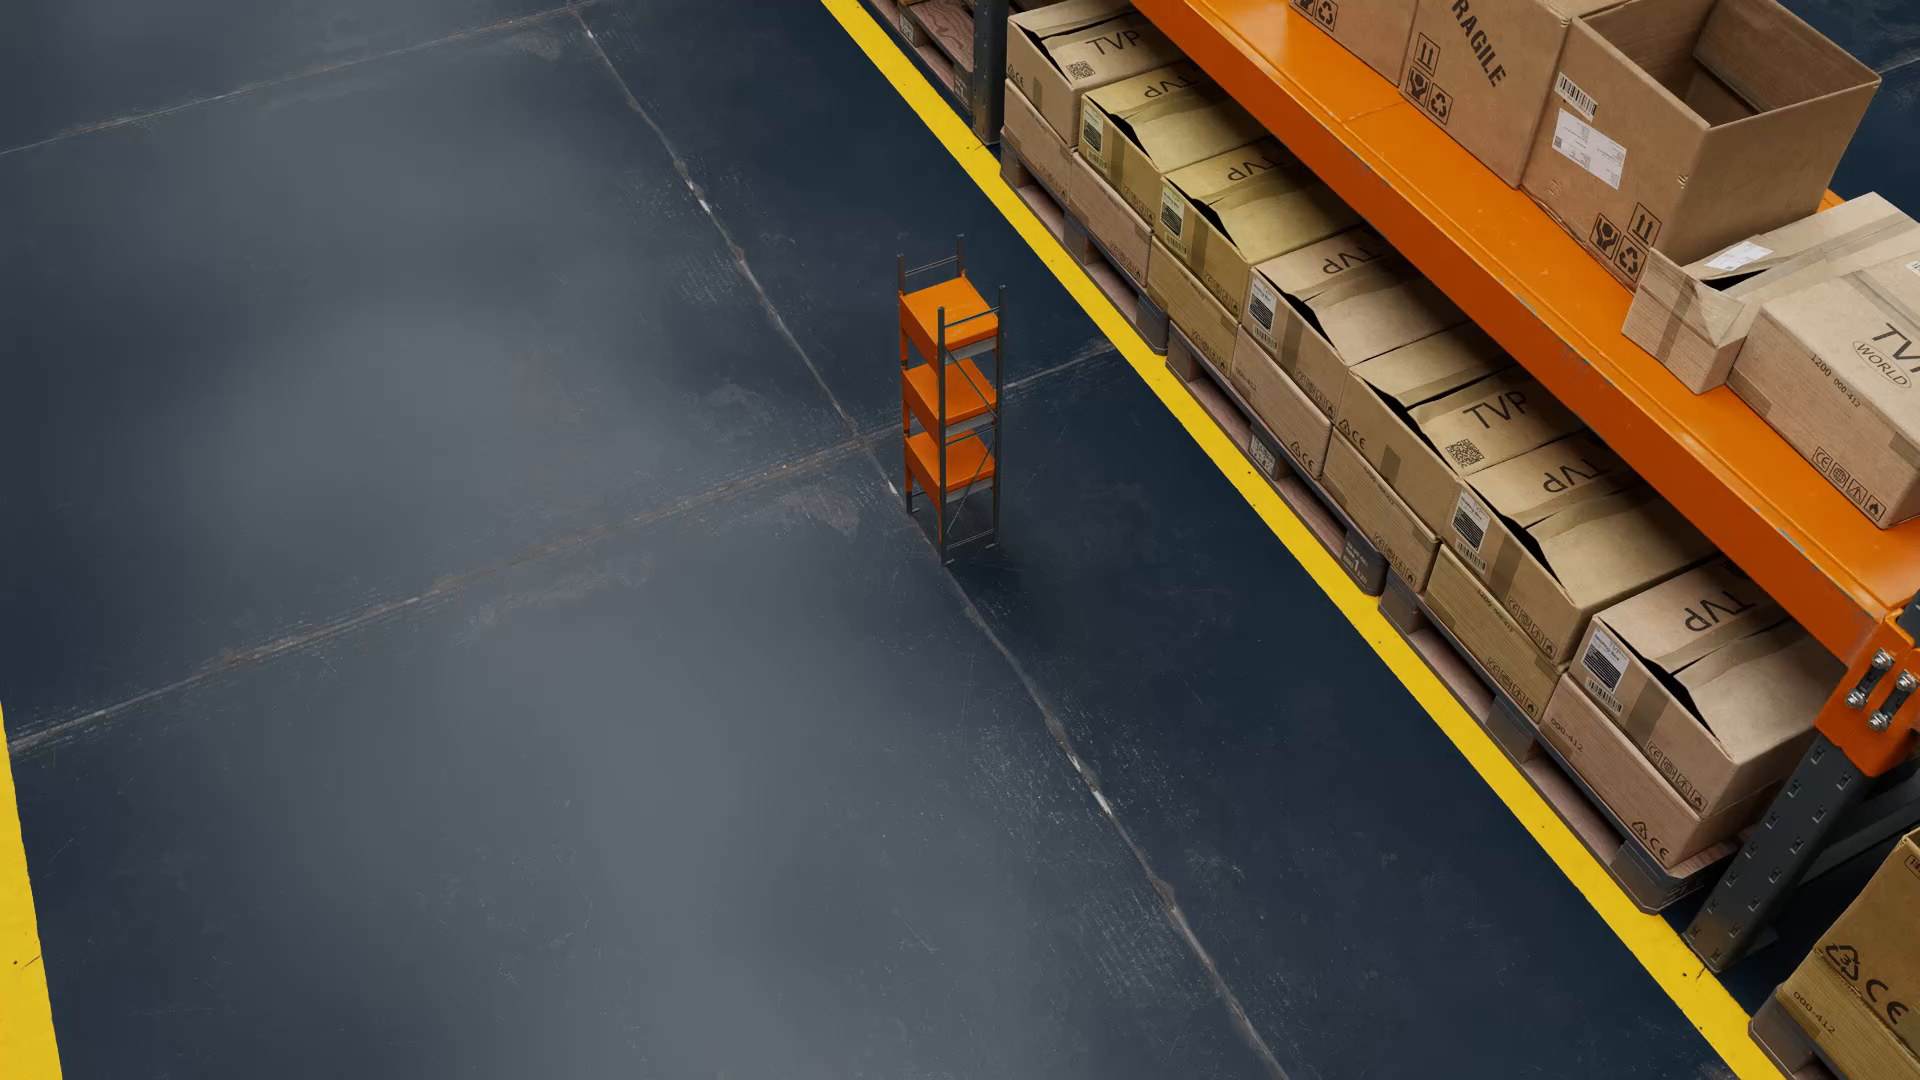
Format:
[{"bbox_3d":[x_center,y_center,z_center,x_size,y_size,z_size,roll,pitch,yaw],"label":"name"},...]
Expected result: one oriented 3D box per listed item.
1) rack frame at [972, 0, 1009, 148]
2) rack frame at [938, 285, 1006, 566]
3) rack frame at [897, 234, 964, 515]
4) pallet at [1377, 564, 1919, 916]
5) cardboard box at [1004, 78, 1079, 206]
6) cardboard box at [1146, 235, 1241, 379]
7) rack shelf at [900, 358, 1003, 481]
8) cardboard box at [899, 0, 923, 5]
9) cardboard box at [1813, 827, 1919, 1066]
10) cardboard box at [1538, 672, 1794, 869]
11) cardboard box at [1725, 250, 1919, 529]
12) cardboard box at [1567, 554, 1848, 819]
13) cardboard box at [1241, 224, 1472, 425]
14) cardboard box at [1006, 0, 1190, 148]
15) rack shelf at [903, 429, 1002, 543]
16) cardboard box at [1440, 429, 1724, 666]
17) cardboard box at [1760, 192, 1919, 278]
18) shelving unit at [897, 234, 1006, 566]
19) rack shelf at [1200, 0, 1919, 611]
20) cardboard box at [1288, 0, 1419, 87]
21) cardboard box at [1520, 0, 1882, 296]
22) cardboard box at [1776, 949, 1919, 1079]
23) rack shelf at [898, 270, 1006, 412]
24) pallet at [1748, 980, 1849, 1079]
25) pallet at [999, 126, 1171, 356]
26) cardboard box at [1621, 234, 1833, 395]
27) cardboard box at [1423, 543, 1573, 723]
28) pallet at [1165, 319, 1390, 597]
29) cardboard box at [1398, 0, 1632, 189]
[{"bbox_3d":[0.522,-2.758,5.670,1.000,3.000,0.127,-21,52,-18],"label":"rack frame"},{"bbox_3d":[0.031,-0.300,4.815,0.200,1.050,0.008,-21,52,-18],"label":"rack frame"},{"bbox_3d":[-0.080,-0.463,4.958,0.200,1.050,0.008,-21,52,-18],"label":"rack frame"},{"bbox_3d":[1.980,0.357,4.797,1.003,0.211,1.213,-21,52,-18],"label":"pallet"},{"bbox_3d":[0.500,-1.540,6.152,0.500,0.250,0.500,-21,52,-18],"label":"cardboard box"},{"bbox_3d":[0.974,-0.858,5.555,0.500,0.250,0.500,-22,53,-18],"label":"cardboard box"},{"bbox_3d":[-0.024,-0.374,4.894,0.215,0.259,0.240,-21,52,-18],"label":"rack shelf"},{"bbox_3d":[-0.115,-2.625,6.922,0.500,0.500,0.500,-19,52,-16],"label":"cardboard box"},{"bbox_3d":[2.286,0.857,3.557,0.500,0.500,0.500,-21,52,-18],"label":"cardboard box"},{"bbox_3d":[1.905,0.508,4.361,0.500,0.250,0.500,-22,52,-18],"label":"cardboard box"},{"bbox_3d":[2.088,-0.346,3.660,0.500,0.250,0.500,-18,51,-15],"label":"cardboard box"},{"bbox_3d":[1.912,0.329,4.145,0.500,0.311,0.500,-21,52,-18],"label":"cardboard box"},{"bbox_3d":[1.215,-0.690,5.036,0.500,0.311,0.500,-22,52,-18],"label":"cardboard box"},{"bbox_3d":[0.500,-1.724,5.940,0.500,0.311,0.500,-20,52,-16],"label":"cardboard box"},{"bbox_3d":[-0.024,-0.191,5.103,0.215,0.259,0.240,-21,52,-18],"label":"rack shelf"},{"bbox_3d":[1.668,-0.017,4.447,0.500,0.311,0.500,-20,52,-17],"label":"cardboard box"},{"bbox_3d":[2.128,-0.662,4.003,0.380,0.149,0.250,-21,52,-18],"label":"cardboard box"},{"bbox_3d":[-0.024,-0.381,4.886,0.215,1.050,0.252,-21,52,-18],"label":"shelving unit"},{"bbox_3d":[1.437,-1.247,4.696,0.919,0.124,3.809,-21,52,-18],"label":"rack shelf"},{"bbox_3d":[1.304,-1.674,4.655,0.500,0.500,0.500,-24,53,-19],"label":"cardboard box"},{"bbox_3d":[1.774,-0.986,4.053,0.500,0.500,0.500,-18,51,-15],"label":"cardboard box"},{"bbox_3d":[2.295,1.101,3.842,0.500,0.250,0.500,-21,52,-18],"label":"cardboard box"},{"bbox_3d":[-0.024,-0.561,4.681,0.215,0.259,0.240,-21,52,-18],"label":"rack shelf"},{"bbox_3d":[2.679,1.383,3.900,1.003,0.211,1.213,-21,52,-18],"label":"pallet"},{"bbox_3d":[0.864,-1.276,6.226,1.003,0.211,1.213,-21,52,-18],"label":"pallet"},{"bbox_3d":[1.787,-0.562,3.838,0.396,0.266,0.258,-22,52,-18],"label":"cardboard box"},{"bbox_3d":[1.675,0.169,4.657,0.500,0.250,0.500,-22,52,-18],"label":"cardboard box"},{"bbox_3d":[1.418,-0.460,5.512,1.003,0.211,1.213,-21,52,-18],"label":"pallet"},{"bbox_3d":[1.545,-1.322,4.347,0.500,0.500,0.500,-21,52,-17],"label":"cardboard box"}]
